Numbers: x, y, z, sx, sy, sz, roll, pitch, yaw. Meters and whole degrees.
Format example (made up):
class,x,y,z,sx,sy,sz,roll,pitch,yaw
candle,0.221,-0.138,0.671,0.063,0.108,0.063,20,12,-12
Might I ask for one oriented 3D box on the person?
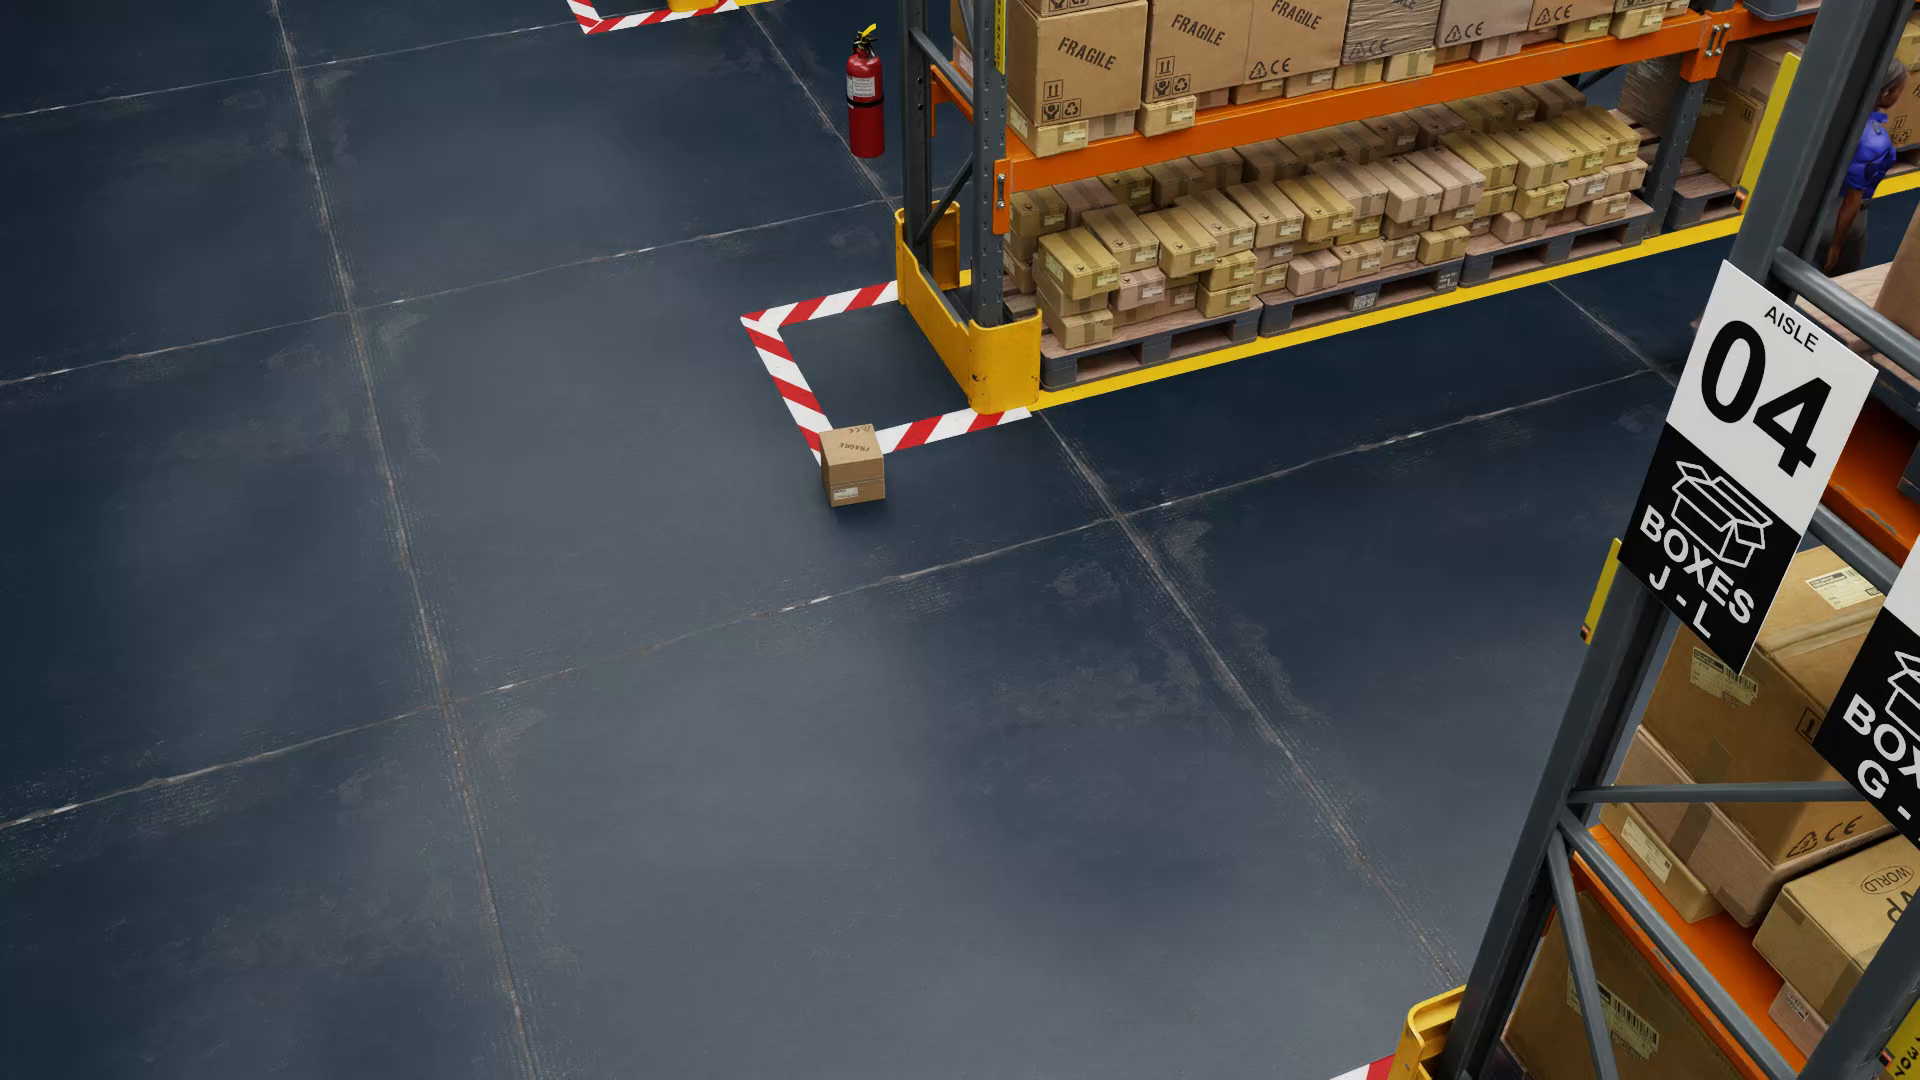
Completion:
class,x,y,z,sx,sy,sz,roll,pitch,yaw
person,4.051,-1.526,7.846,0.857,1.629,0.468,-11,43,-12
